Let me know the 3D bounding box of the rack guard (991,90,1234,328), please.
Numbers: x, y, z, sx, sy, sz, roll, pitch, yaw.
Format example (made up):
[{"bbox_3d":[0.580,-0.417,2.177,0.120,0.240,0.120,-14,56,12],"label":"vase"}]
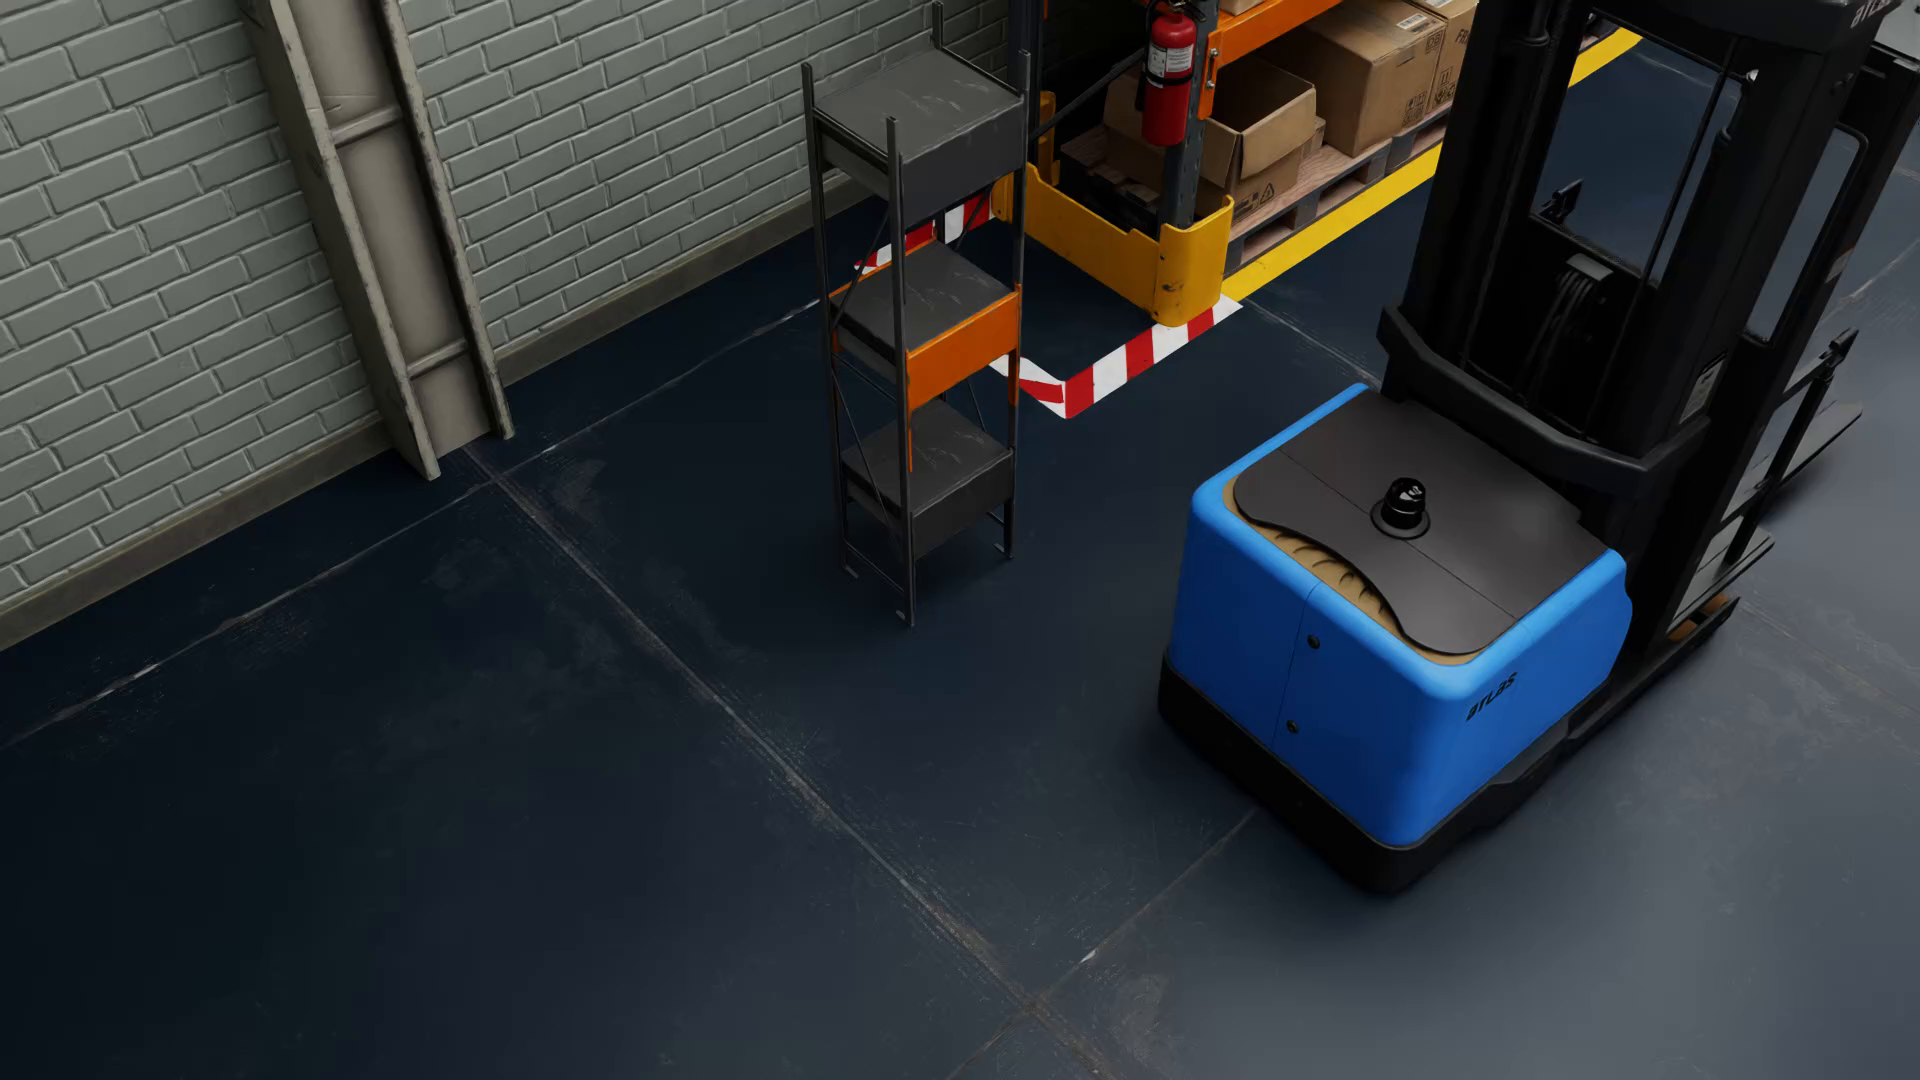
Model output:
[{"bbox_3d":[0.637,-1.458,7.255,0.348,0.500,1.175,-34,56,-27],"label":"rack guard"}]

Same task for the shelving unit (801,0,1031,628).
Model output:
[{"bbox_3d":[-0.122,-0.630,5.403,0.503,2.100,0.431,-34,56,-27],"label":"shelving unit"}]

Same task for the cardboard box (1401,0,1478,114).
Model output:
[{"bbox_3d":[2.214,-2.422,7.859,0.500,0.500,0.500,-33,55,-27],"label":"cardboard box"}]

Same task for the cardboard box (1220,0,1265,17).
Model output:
[{"bbox_3d":[1.008,-2.196,6.406,0.250,0.149,0.380,-34,56,-27],"label":"cardboard box"}]

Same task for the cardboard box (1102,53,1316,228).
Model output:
[{"bbox_3d":[1.097,-1.815,7.296,0.637,0.503,0.797,-36,57,-28],"label":"cardboard box"}]

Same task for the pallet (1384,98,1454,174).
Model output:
[{"bbox_3d":[2.128,-2.354,8.279,1.213,0.211,1.003,-34,56,-27],"label":"pallet"}]

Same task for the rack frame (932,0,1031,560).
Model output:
[{"bbox_3d":[0.058,-0.751,5.514,0.015,2.100,0.400,-34,56,-27],"label":"rack frame"}]

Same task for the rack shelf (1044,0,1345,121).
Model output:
[{"bbox_3d":[2.060,-3.013,7.478,4.000,0.370,1.077,-34,56,-27],"label":"rack shelf"}]

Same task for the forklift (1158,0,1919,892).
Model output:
[{"bbox_3d":[2.124,-0.835,5.026,3.031,2.935,1.130,-32,55,-26],"label":"forklift"}]

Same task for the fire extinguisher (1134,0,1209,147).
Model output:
[{"bbox_3d":[0.783,-1.791,6.168,0.183,0.674,0.296,-34,56,-27],"label":"fire extinguisher"}]

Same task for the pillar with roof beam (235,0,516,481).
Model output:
[{"bbox_3d":[0.875,-1.118,1.159,0.400,9.000,9.100,-34,56,-27],"label":"pillar with roof beam"}]

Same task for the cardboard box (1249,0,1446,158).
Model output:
[{"bbox_3d":[1.755,-2.215,7.668,0.500,0.500,0.700,-32,55,-26],"label":"cardboard box"}]

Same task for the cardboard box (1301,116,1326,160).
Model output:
[{"bbox_3d":[1.437,-1.883,7.601,0.250,0.149,0.380,-36,57,-28],"label":"cardboard box"}]

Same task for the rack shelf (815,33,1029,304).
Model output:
[{"bbox_3d":[-0.122,-1.096,4.898,0.480,0.518,0.431,-34,56,-27],"label":"rack shelf"}]

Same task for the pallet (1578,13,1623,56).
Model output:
[{"bbox_3d":[3.031,-2.961,8.838,1.213,0.211,1.003,-34,56,-27],"label":"pallet"}]

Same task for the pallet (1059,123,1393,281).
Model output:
[{"bbox_3d":[1.226,-1.754,7.725,1.213,0.211,1.003,-34,56,-27],"label":"pallet"}]

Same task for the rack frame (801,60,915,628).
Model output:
[{"bbox_3d":[-0.303,-0.510,5.291,0.015,2.100,0.400,-34,56,-27],"label":"rack frame"}]

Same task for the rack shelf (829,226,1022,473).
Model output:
[{"bbox_3d":[-0.122,-0.621,5.413,0.480,0.518,0.431,-34,56,-27],"label":"rack shelf"}]

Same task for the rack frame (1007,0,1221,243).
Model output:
[{"bbox_3d":[0.580,-2.268,6.301,0.127,3.000,1.000,-34,56,-27],"label":"rack frame"}]

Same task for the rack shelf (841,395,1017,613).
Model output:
[{"bbox_3d":[-0.122,-0.146,5.927,0.480,0.518,0.431,-34,56,-27],"label":"rack shelf"}]
